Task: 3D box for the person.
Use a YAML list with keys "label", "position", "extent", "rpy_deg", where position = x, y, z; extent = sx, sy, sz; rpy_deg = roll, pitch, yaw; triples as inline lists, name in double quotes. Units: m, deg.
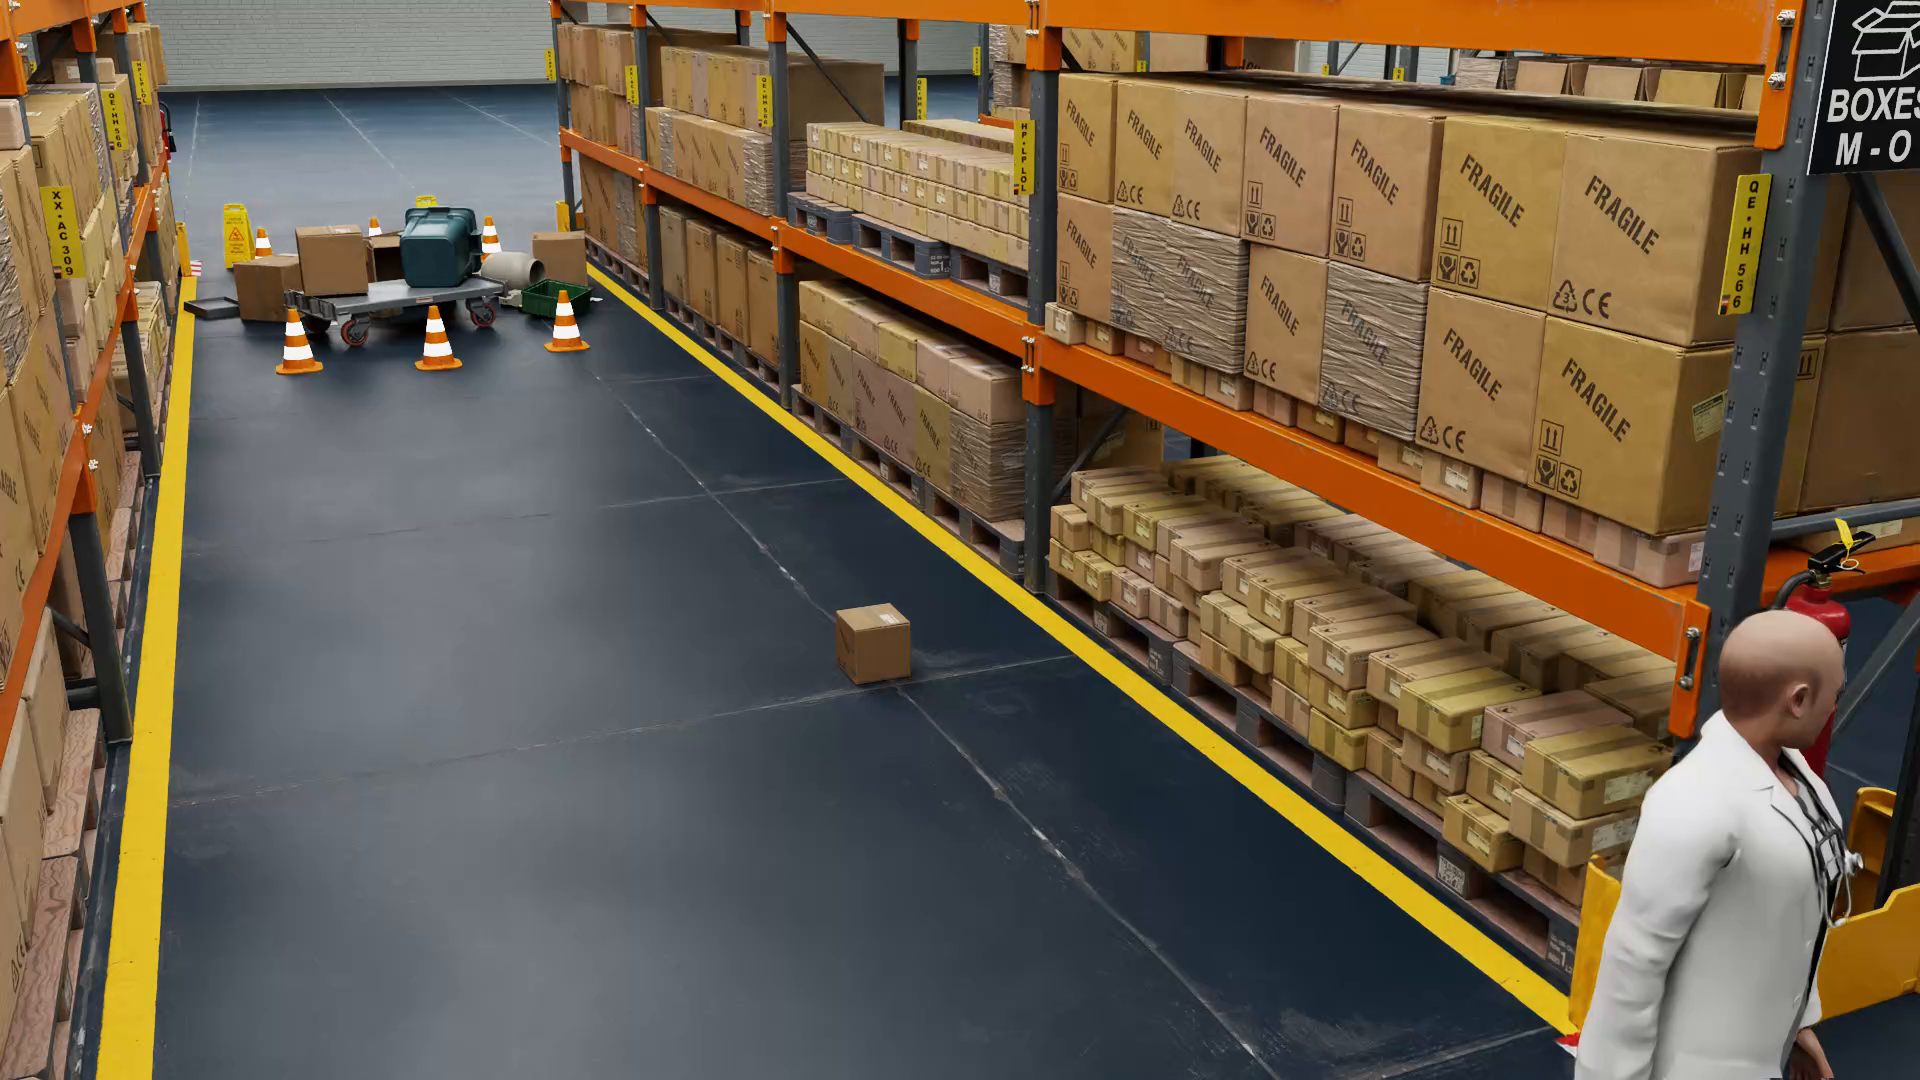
- label: "person"
  position: [1.483, 0.984, 3.123]
  extent: [0.972, 1.730, 0.618]
  rpy_deg: [13, 23, 35]
